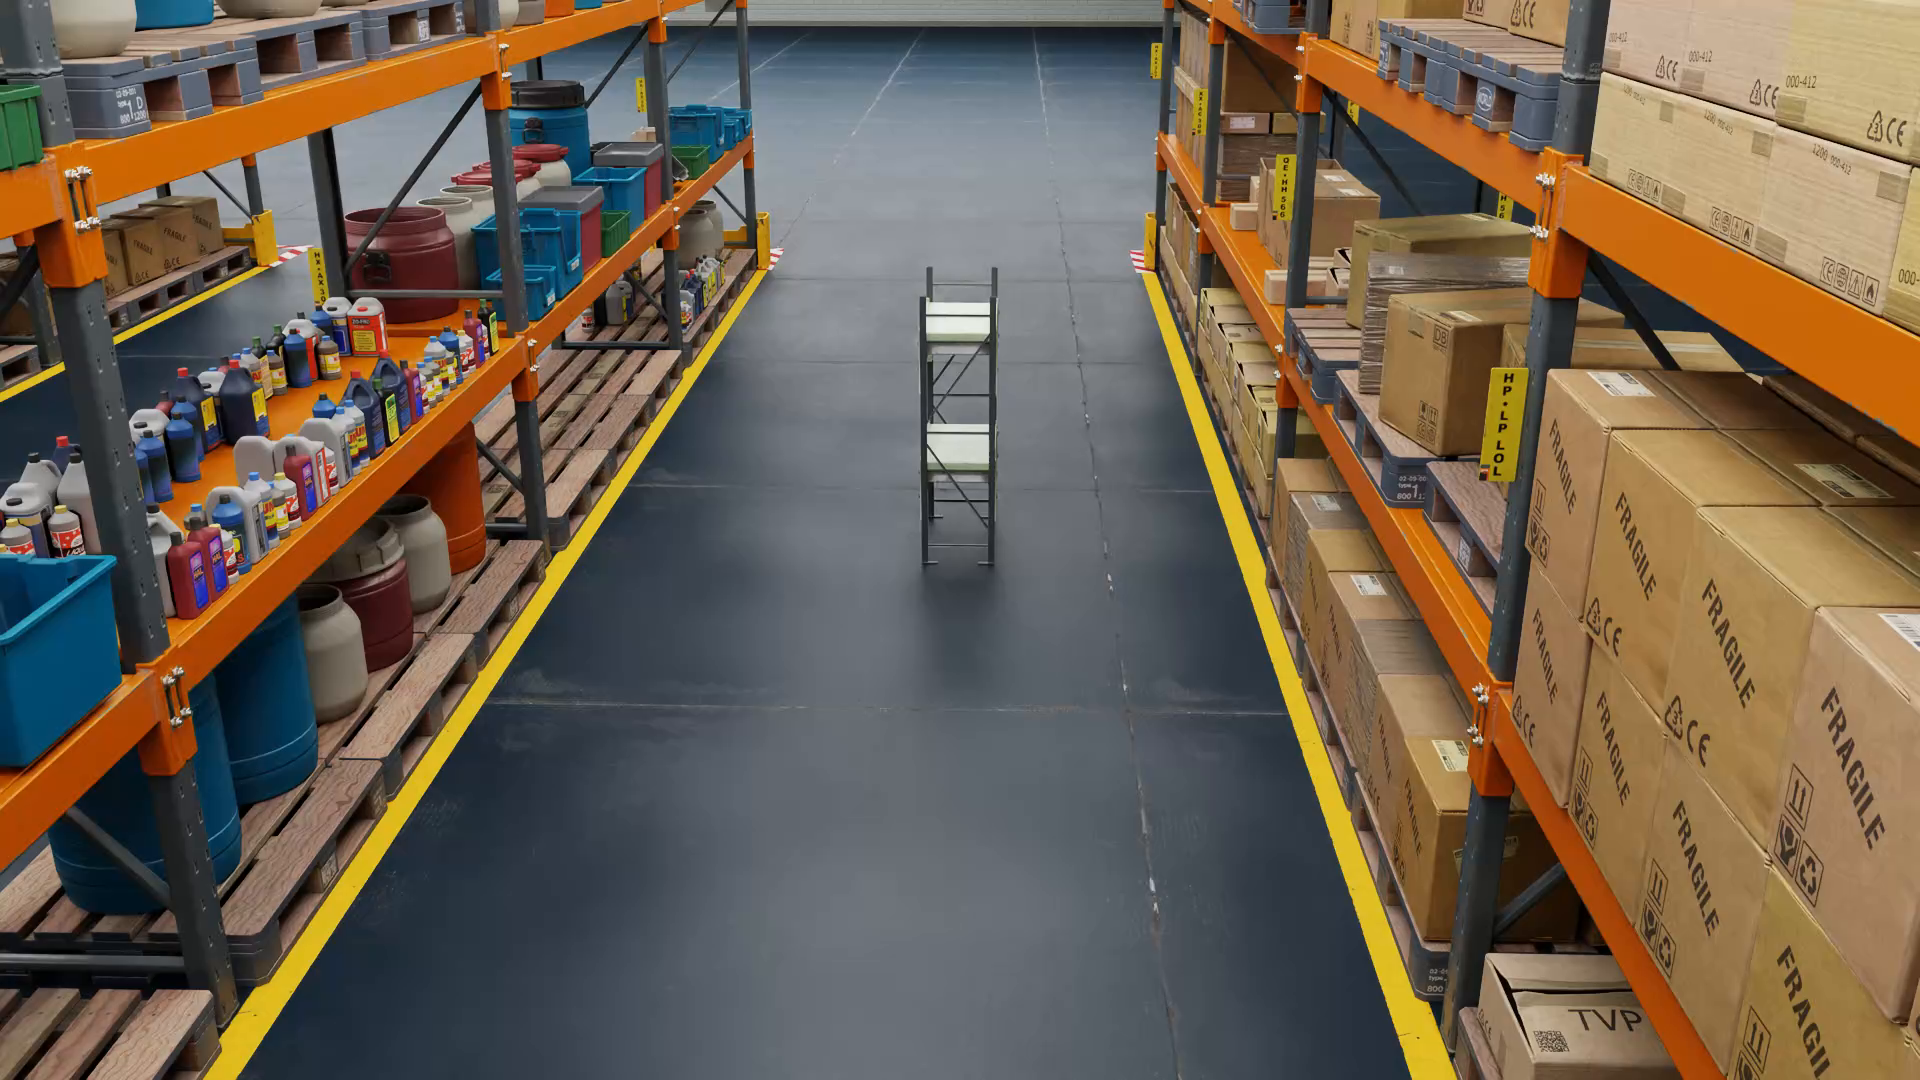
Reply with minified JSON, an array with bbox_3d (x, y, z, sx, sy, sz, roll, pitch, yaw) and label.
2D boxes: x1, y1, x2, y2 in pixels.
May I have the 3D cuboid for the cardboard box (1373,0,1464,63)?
[{"bbox_3d":[2.168,-2.133,6.595,0.910,0.500,0.500,1,21,2],"label":"cardboard box"}]

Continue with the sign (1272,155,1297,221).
[{"bbox_3d":[1.624,-1.763,8.326,0.100,0.325,0.005,1,21,2],"label":"sign"}]

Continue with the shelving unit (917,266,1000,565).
[{"bbox_3d":[0.000,-0.702,9.264,0.431,1.500,0.755,1,21,2],"label":"shelving unit"}]

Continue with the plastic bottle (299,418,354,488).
[{"bbox_3d":[-2.463,-0.352,6.462,0.152,0.276,0.135,1,21,2],"label":"plastic bottle"}]

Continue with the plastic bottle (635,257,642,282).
[{"bbox_3d":[-2.895,-2.448,14.855,0.097,0.271,0.097,0,21,0],"label":"plastic bottle"}]

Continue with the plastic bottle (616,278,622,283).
[{"bbox_3d":[-2.903,-2.113,13.882,0.144,0.351,0.185,1,21,1],"label":"plastic bottle"}]

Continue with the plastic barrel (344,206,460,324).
[{"bbox_3d":[-3.061,-1.509,9.083,0.600,0.536,0.708,1,21,2],"label":"plastic barrel"}]

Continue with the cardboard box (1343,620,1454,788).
[{"bbox_3d":[1.825,0.646,6.564,0.500,0.500,0.500,1,21,2],"label":"cardboard box"}]

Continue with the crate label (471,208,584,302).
[{"bbox_3d":[-2.471,-1.647,9.579,0.502,0.435,0.616,1,21,2],"label":"crate label"}]

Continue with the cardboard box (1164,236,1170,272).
[{"bbox_3d":[2.172,-2.653,15.440,0.500,0.250,0.500,1,21,2],"label":"cardboard box"}]

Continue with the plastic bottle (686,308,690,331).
[{"bbox_3d":[-2.199,-1.768,13.200,0.097,0.201,0.097,0,21,0],"label":"plastic bottle"}]

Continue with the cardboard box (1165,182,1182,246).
[{"bbox_3d":[2.171,-3.002,15.304,0.500,0.500,0.500,1,21,2],"label":"cardboard box"}]

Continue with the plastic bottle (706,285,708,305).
[{"bbox_3d":[-2.173,-2.079,14.001,0.097,0.201,0.097,0,21,0],"label":"plastic bottle"}]

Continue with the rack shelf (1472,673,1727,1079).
[{"bbox_3d":[1.997,1.286,3.062,1.077,0.370,4.000,1,21,2],"label":"rack shelf"}]

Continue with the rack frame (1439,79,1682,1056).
[{"bbox_3d":[2.058,0.228,4.796,1.000,3.000,0.127,1,21,2],"label":"rack frame"}]

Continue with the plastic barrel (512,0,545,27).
[{"bbox_3d":[-2.530,-3.201,8.793,0.600,0.901,0.600,0,21,0],"label":"plastic barrel"}]

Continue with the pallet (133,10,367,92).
[{"bbox_3d":[-2.936,-1.833,6.221,1.003,0.211,1.213,1,21,2],"label":"pallet"}]

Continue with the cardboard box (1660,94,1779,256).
[{"bbox_3d":[1.776,-0.747,3.368,0.500,0.250,0.500,1,21,2],"label":"cardboard box"}]

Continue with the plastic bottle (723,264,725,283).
[{"bbox_3d":[-2.146,-2.399,14.825,0.097,0.201,0.097,0,21,0],"label":"plastic bottle"}]

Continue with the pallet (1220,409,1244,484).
[{"bbox_3d":[2.283,-0.656,10.927,1.003,0.211,1.213,1,21,2],"label":"pallet"}]

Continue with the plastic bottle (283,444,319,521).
[{"bbox_3d":[-2.429,-0.223,6.118,0.061,0.283,0.133,1,21,2],"label":"plastic bottle"}]

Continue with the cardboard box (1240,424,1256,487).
[{"bbox_3d":[1.963,-0.512,9.922,0.500,0.250,0.500,0,21,1],"label":"cardboard box"}]

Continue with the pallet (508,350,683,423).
[{"bbox_3d":[-2.635,-1.136,12.166,1.003,0.211,1.213,1,21,2],"label":"pallet"}]

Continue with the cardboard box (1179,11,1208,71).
[{"bbox_3d":[2.394,-4.575,15.241,0.700,0.500,0.500,1,21,2],"label":"cardboard box"}]

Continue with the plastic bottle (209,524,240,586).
[{"bbox_3d":[-2.467,0.046,5.538,0.097,0.201,0.097,0,21,0],"label":"plastic bottle"}]

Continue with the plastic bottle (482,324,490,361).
[{"bbox_3d":[-2.379,-0.989,8.207,0.097,0.201,0.097,0,21,0],"label":"plastic bottle"}]

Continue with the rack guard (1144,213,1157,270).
[{"bbox_3d":[2.423,-2.955,16.452,1.175,0.500,0.348,1,21,2],"label":"rack guard"}]

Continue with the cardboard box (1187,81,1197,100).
[{"bbox_3d":[2.158,-3.855,14.283,0.380,0.149,0.250,0,21,1],"label":"cardboard box"}]

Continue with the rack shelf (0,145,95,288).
[{"bbox_3d":[-2.954,-0.168,2.664,1.077,0.370,4.000,1,21,2],"label":"rack shelf"}]

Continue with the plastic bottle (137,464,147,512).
[{"bbox_3d":[-3.043,-0.206,5.983,0.144,0.351,0.185,1,21,2],"label":"plastic bottle"}]

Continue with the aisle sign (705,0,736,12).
[{"bbox_3d":[-2.229,-5.402,15.710,0.394,0.787,0.004,1,21,2],"label":"aisle sign"}]

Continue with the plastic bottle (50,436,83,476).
[{"bbox_3d":[-3.187,-0.208,5.987,0.144,0.351,0.185,1,21,2],"label":"plastic bottle"}]

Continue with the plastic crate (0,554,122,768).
[{"bbox_3d":[-2.567,0.324,4.487,0.392,0.384,0.575,1,21,2],"label":"plastic crate"}]

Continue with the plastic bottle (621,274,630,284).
[{"bbox_3d":[-2.800,-2.090,13.915,0.061,0.283,0.133,1,21,2],"label":"plastic bottle"}]

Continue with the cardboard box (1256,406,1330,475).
[{"bbox_3d":[1.949,-0.586,9.338,0.500,0.311,0.500,1,21,3],"label":"cardboard box"}]

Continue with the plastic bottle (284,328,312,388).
[{"bbox_3d":[-3.092,-0.852,7.756,0.097,0.271,0.097,0,21,0],"label":"plastic bottle"}]

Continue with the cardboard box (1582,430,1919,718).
[{"bbox_3d":[1.747,0.069,3.685,0.500,0.500,0.500,0,21,0],"label":"cardboard box"}]

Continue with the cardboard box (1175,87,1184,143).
[{"bbox_3d":[2.395,-3.989,15.525,0.700,0.500,0.500,1,21,2],"label":"cardboard box"}]

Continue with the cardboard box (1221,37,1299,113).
[{"bbox_3d":[2.308,-3.477,12.411,0.700,0.500,0.500,1,21,2],"label":"cardboard box"}]

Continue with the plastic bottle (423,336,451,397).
[{"bbox_3d":[-2.398,-0.798,7.616,0.097,0.271,0.097,0,21,0],"label":"plastic bottle"}]

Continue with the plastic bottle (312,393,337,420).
[{"bbox_3d":[-2.571,-0.464,6.755,0.097,0.271,0.097,0,21,0],"label":"plastic bottle"}]

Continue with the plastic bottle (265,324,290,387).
[{"bbox_3d":[-3.172,-0.852,7.739,0.061,0.283,0.133,1,21,2],"label":"plastic bottle"}]

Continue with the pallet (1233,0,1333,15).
[{"bbox_3d":[2.141,-3.180,9.692,1.003,0.211,1.213,2,21,4],"label":"pallet"}]

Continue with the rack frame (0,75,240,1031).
[{"bbox_3d":[-2.893,0.172,4.940,1.000,3.000,0.127,1,21,2],"label":"rack frame"}]

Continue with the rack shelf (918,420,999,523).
[{"bbox_3d":[0.000,-0.398,9.382,0.431,0.370,0.720,1,21,2],"label":"rack shelf"}]

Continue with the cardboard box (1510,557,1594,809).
[{"bbox_3d":[1.770,0.362,4.310,0.500,0.500,0.500,1,21,3],"label":"cardboard box"}]

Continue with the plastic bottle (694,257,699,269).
[{"bbox_3d":[-2.288,-2.347,14.578,0.061,0.283,0.133,1,21,2],"label":"plastic bottle"}]

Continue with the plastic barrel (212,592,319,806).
[{"bbox_3d":[-2.838,0.502,6.410,0.600,0.901,0.708,1,21,2],"label":"plastic barrel"}]

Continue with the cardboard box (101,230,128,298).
[{"bbox_3d":[-7.598,-2.382,14.397,0.500,0.500,0.500,-1,21,-3],"label":"cardboard box"}]

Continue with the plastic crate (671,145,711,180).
[{"bbox_3d":[-2.327,-3.110,13.690,0.450,0.188,0.662,1,21,2],"label":"plastic crate"}]

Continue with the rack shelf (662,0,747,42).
[{"bbox_3d":[-2.589,-4.507,13.846,1.077,0.370,4.000,1,21,2],"label":"rack shelf"}]

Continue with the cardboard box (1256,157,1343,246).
[{"bbox_3d":[2.245,-2.244,11.026,0.500,0.500,0.500,2,21,6],"label":"cardboard box"}]

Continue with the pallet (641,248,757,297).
[{"bbox_3d":[-2.514,-2.545,15.797,1.003,0.211,1.213,1,21,2],"label":"pallet"}]

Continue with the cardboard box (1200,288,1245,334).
[{"bbox_3d":[2.039,-1.694,12.192,0.500,0.311,0.500,1,21,2],"label":"cardboard box"}]

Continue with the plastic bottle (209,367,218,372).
[{"bbox_3d":[-3.174,-0.602,7.113,0.097,0.271,0.097,0,21,0],"label":"plastic bottle"}]

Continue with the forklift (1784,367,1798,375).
[{"bbox_3d":[4.532,-0.895,7.784,1.130,2.935,3.031,3,21,8],"label":"forklift"}]

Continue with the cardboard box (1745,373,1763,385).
[{"bbox_3d":[2.295,-0.184,5.137,0.700,0.500,0.500,-7,22,-17],"label":"cardboard box"}]

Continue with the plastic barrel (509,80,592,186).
[{"bbox_3d":[-2.965,-2.818,11.952,0.600,0.901,0.708,1,21,2],"label":"plastic barrel"}]
